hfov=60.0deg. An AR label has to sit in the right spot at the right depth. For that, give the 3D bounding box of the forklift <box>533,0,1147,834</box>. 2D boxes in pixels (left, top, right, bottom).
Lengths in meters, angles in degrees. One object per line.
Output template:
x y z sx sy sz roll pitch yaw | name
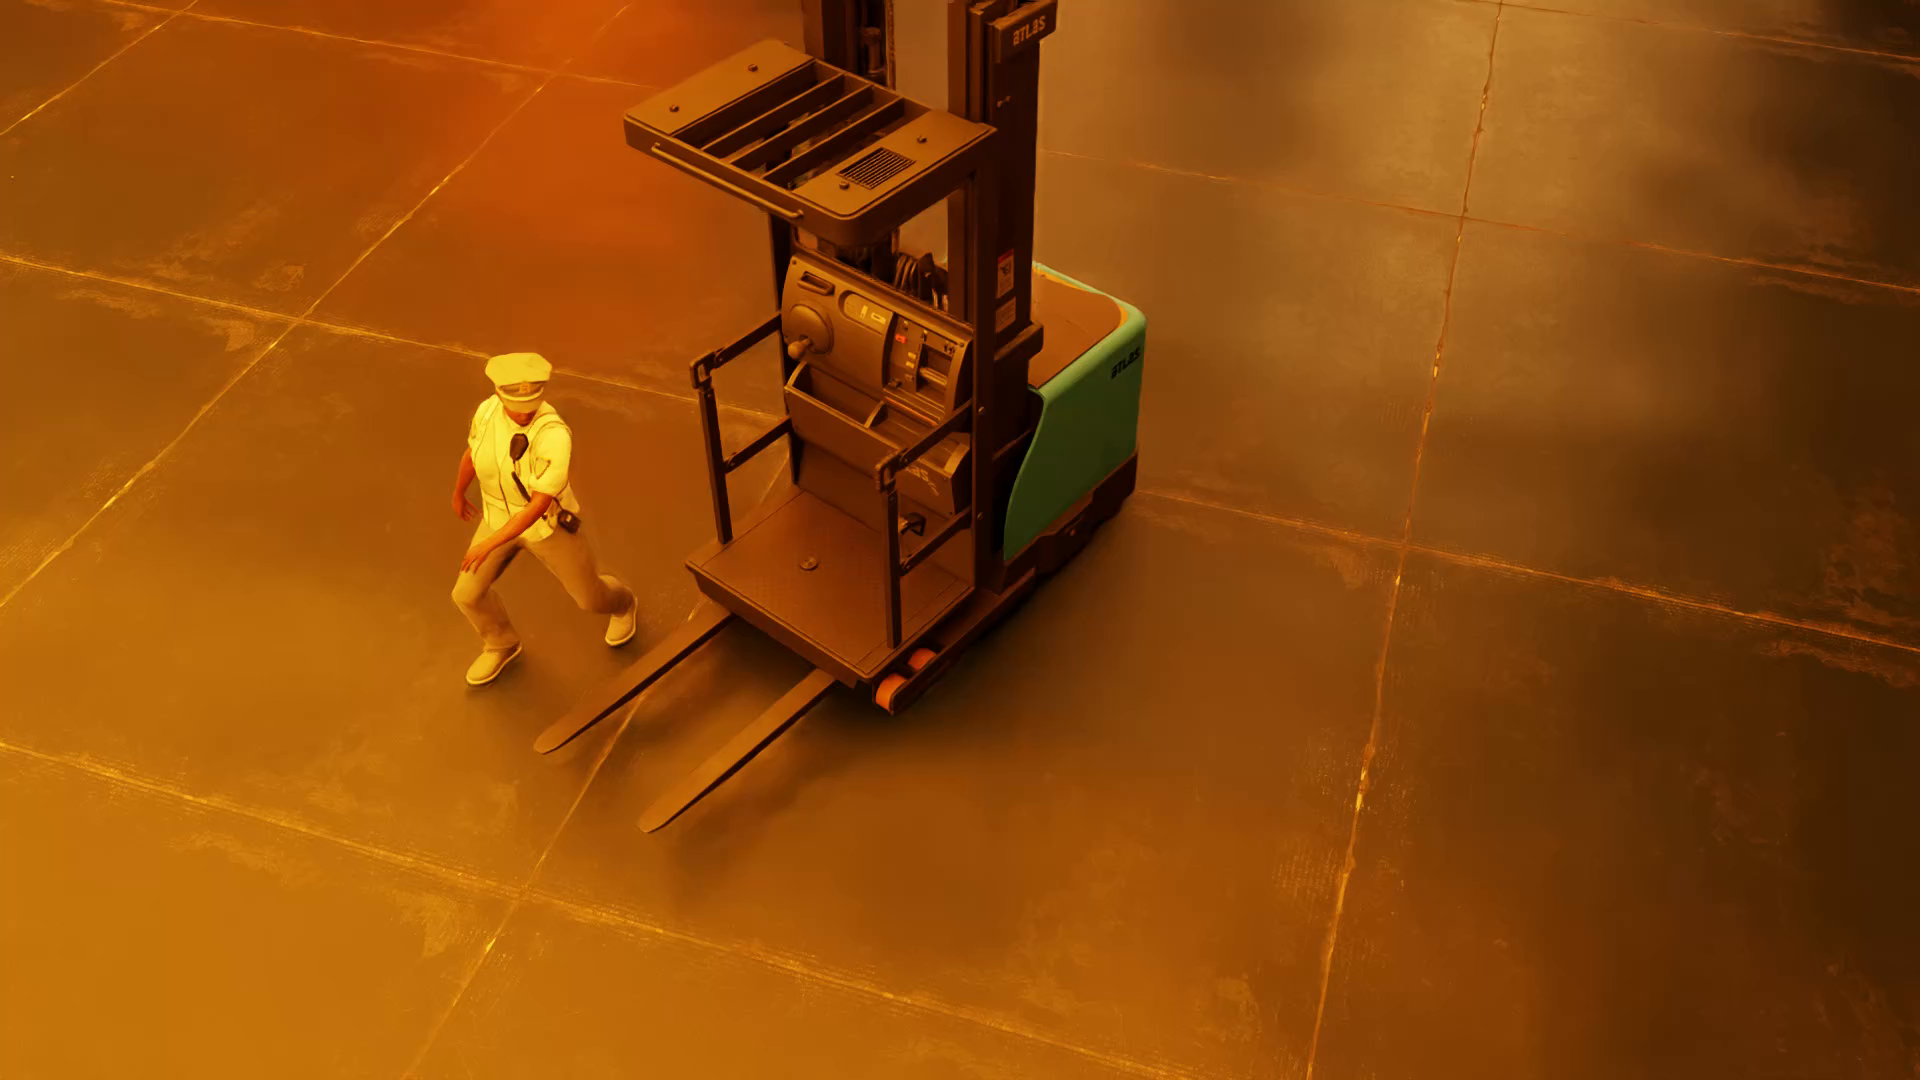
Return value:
-0.481 -0.733 6.477 1.130 2.935 3.031 29 50 28 | forklift

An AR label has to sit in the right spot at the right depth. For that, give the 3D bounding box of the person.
-1.817 -0.075 6.771 0.663 1.567 0.791 13 44 13 | person
